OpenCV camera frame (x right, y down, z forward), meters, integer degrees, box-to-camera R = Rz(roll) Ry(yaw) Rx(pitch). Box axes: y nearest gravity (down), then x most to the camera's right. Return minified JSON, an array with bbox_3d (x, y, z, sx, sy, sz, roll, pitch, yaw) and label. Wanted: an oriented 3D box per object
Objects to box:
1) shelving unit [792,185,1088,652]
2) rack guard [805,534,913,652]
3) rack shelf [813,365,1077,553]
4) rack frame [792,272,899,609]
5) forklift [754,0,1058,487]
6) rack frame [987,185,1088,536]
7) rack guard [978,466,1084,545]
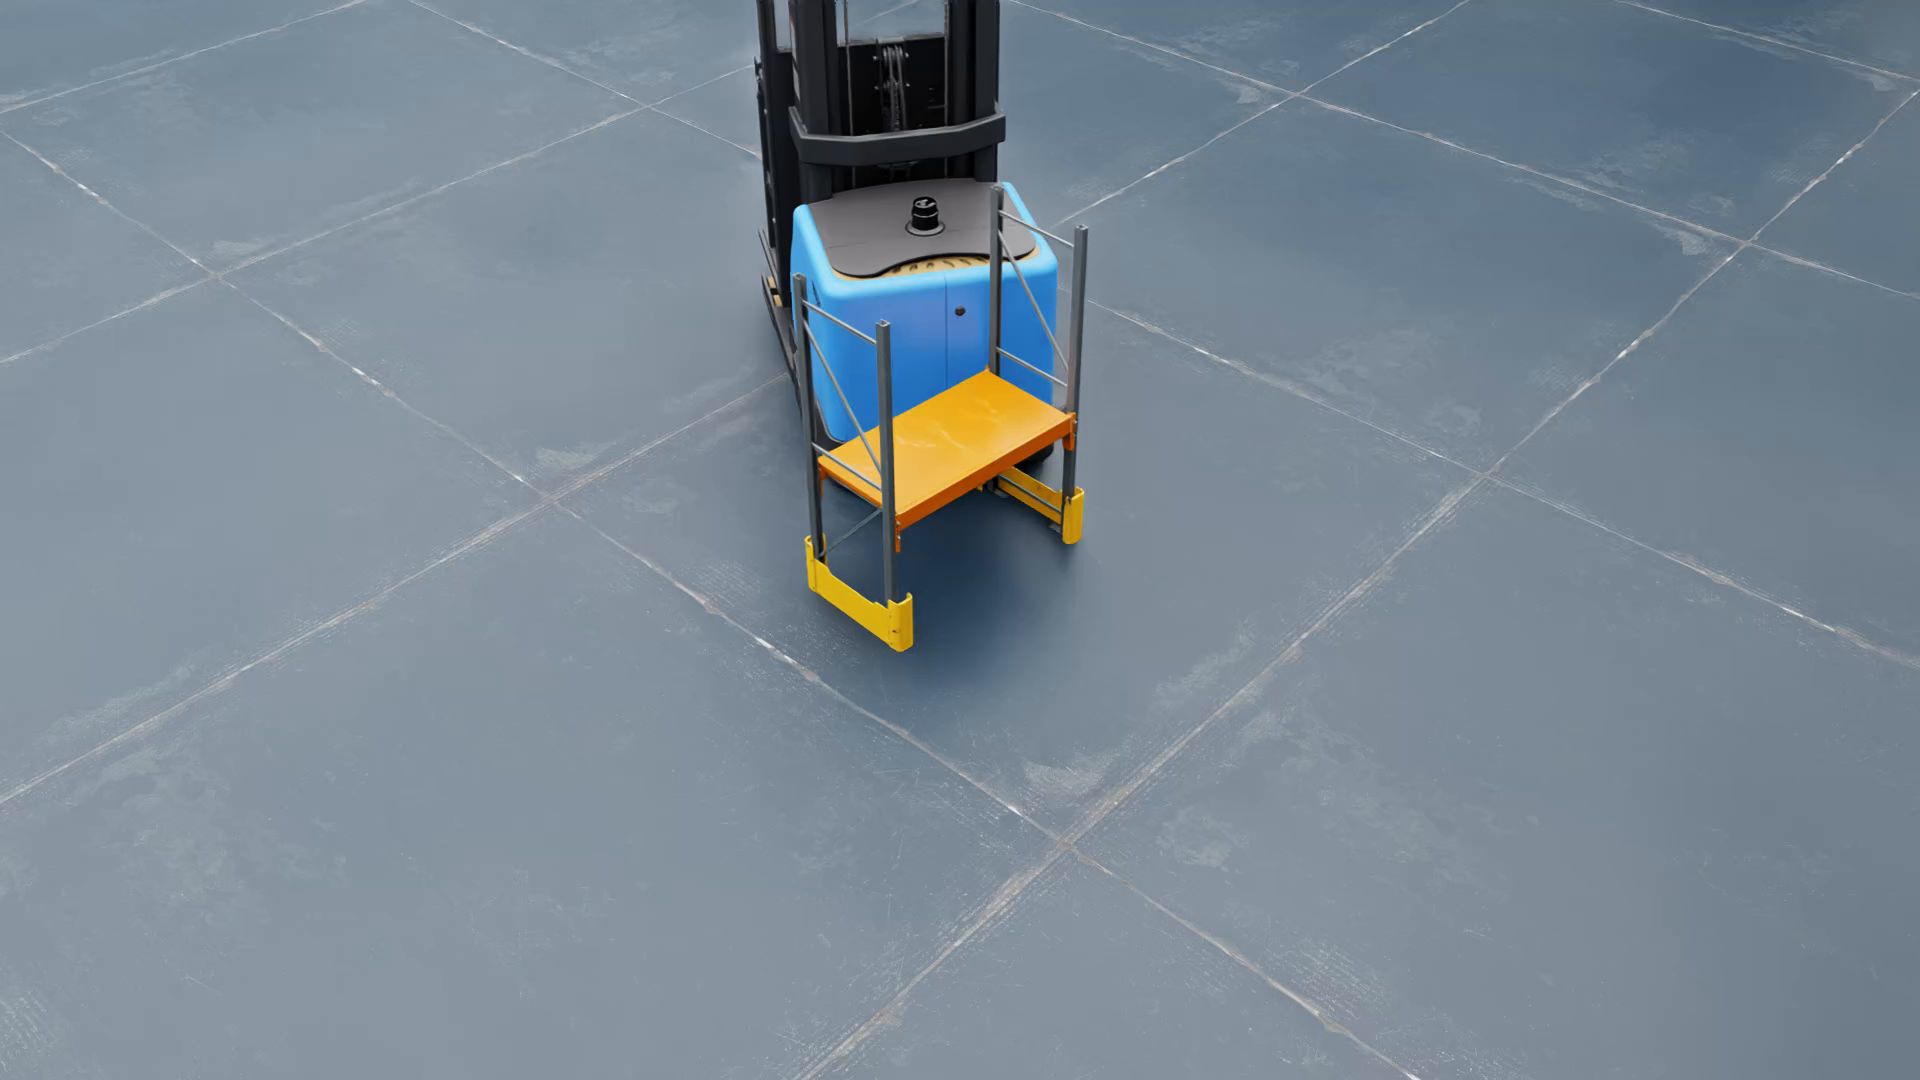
[{"bbox_3d":[-0.054,-0.495,6.667,1.083,1.500,0.587,-31,48,-33],"label":"shelving unit"},{"bbox_3d":[-0.413,0.209,6.786,0.087,0.250,0.587,-31,48,-33],"label":"rack guard"},{"bbox_3d":[-0.061,-0.350,6.775,1.000,0.185,0.538,-31,48,-33],"label":"rack shelf"},{"bbox_3d":[-0.427,-0.272,6.387,0.032,1.500,0.500,-31,48,-33],"label":"rack frame"},{"bbox_3d":[-0.420,-2.304,7.793,1.130,2.935,3.031,-9,39,-11],"label":"forklift"},{"bbox_3d":[0.306,-0.710,6.938,0.032,1.500,0.500,-31,48,-33],"label":"rack frame"},{"bbox_3d":[0.305,-0.221,7.327,0.087,0.250,0.587,-31,48,-33],"label":"rack guard"}]
